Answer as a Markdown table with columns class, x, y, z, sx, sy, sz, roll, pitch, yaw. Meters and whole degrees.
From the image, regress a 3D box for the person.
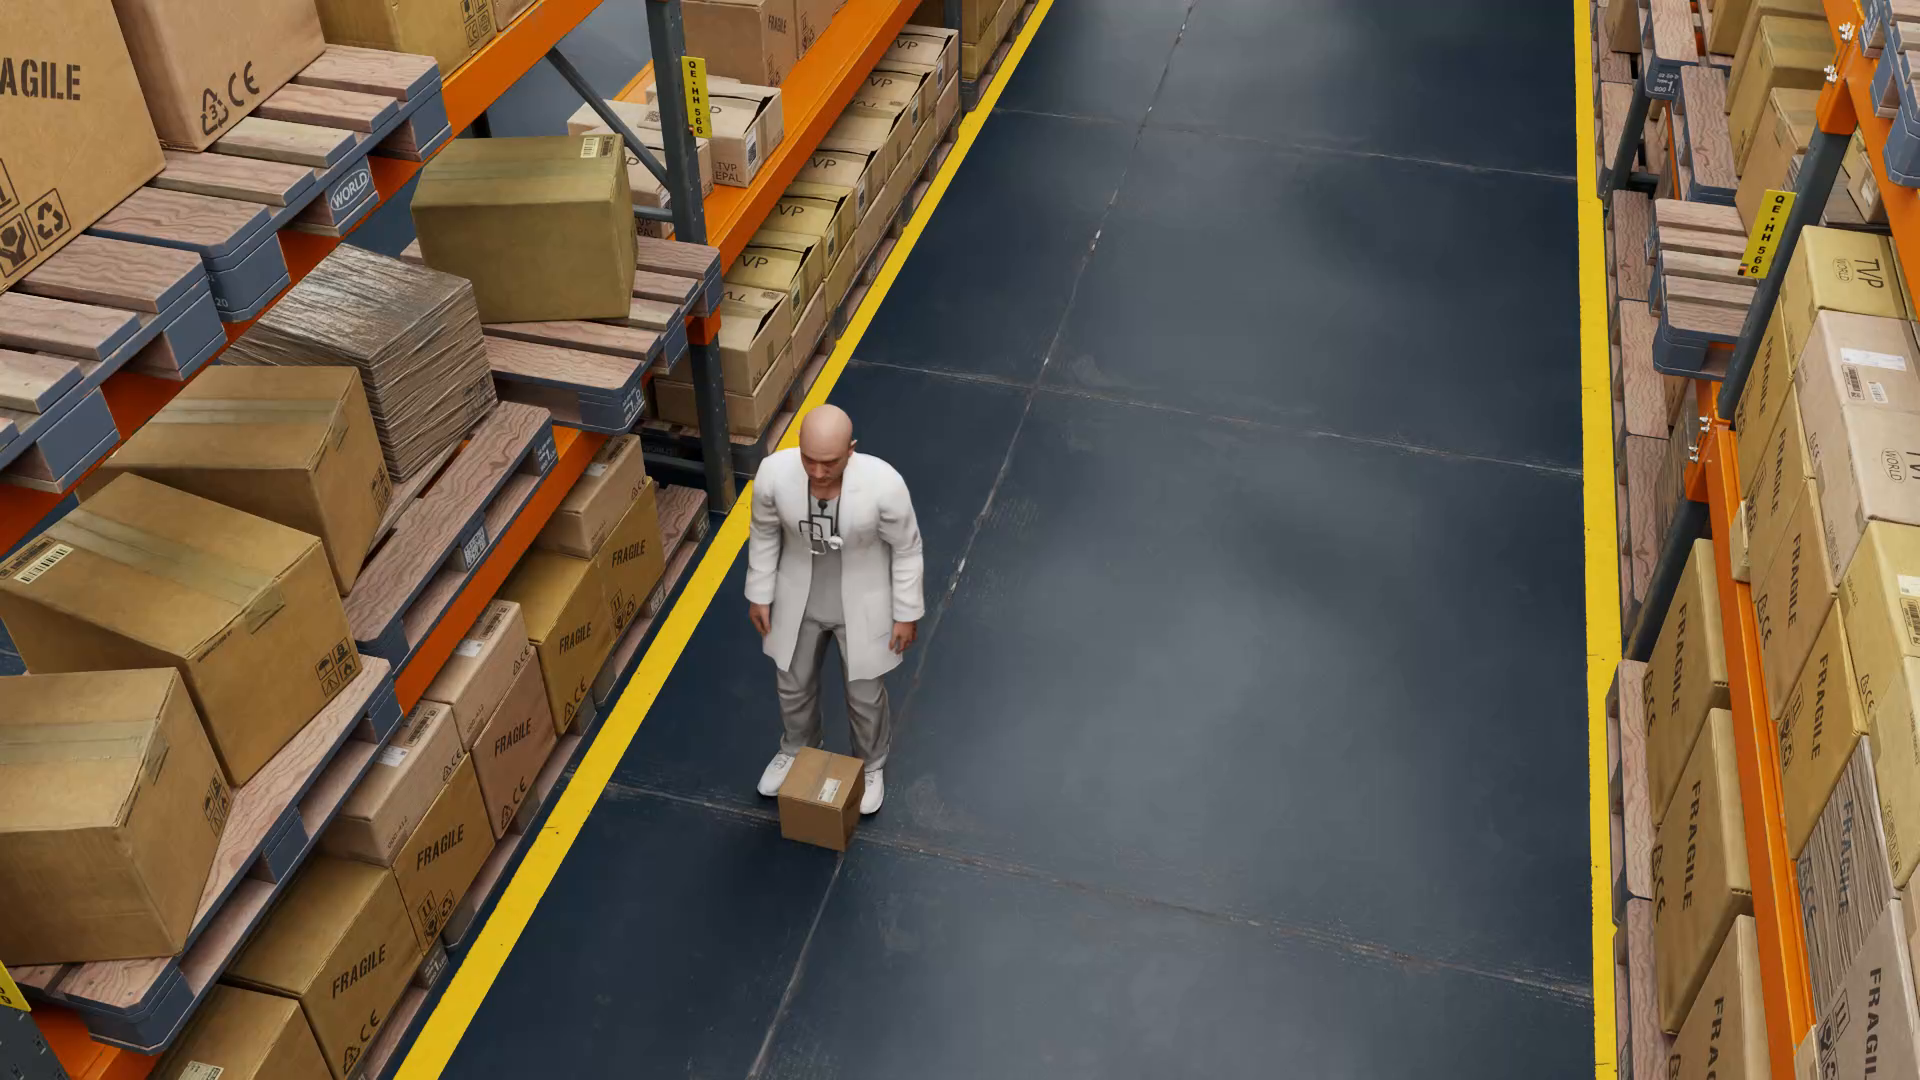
| class | x | y | z | sx | sy | sz | roll | pitch | yaw |
| --- | --- | --- | --- | --- | --- | --- | --- | --- | --- |
| person | -0.444 | 0.234 | 5.895 | 0.652 | 1.773 | 0.425 | 8 | 41 | 9 |
